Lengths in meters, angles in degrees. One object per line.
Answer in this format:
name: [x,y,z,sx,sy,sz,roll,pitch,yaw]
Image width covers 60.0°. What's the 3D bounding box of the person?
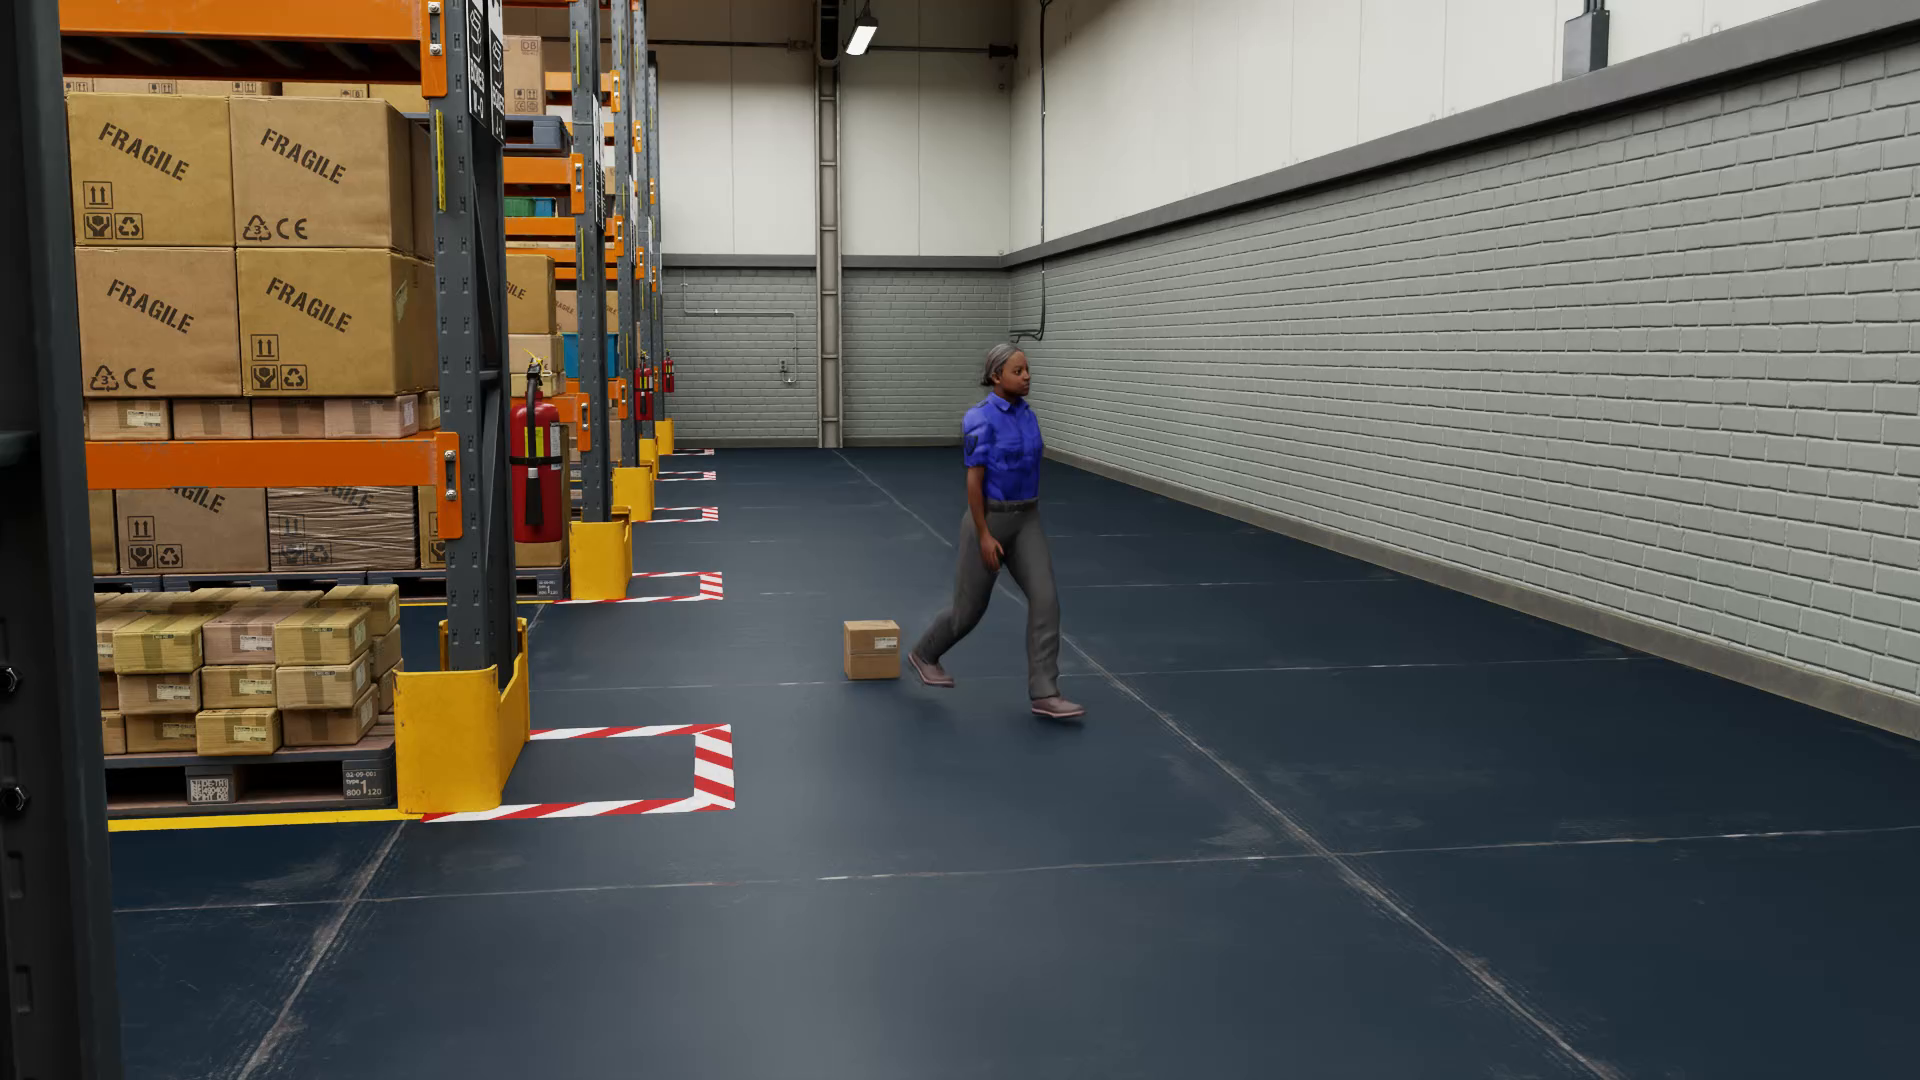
person: [0.160,-0.055,7.333,0.435,1.610,0.961,-6,9,-40]
